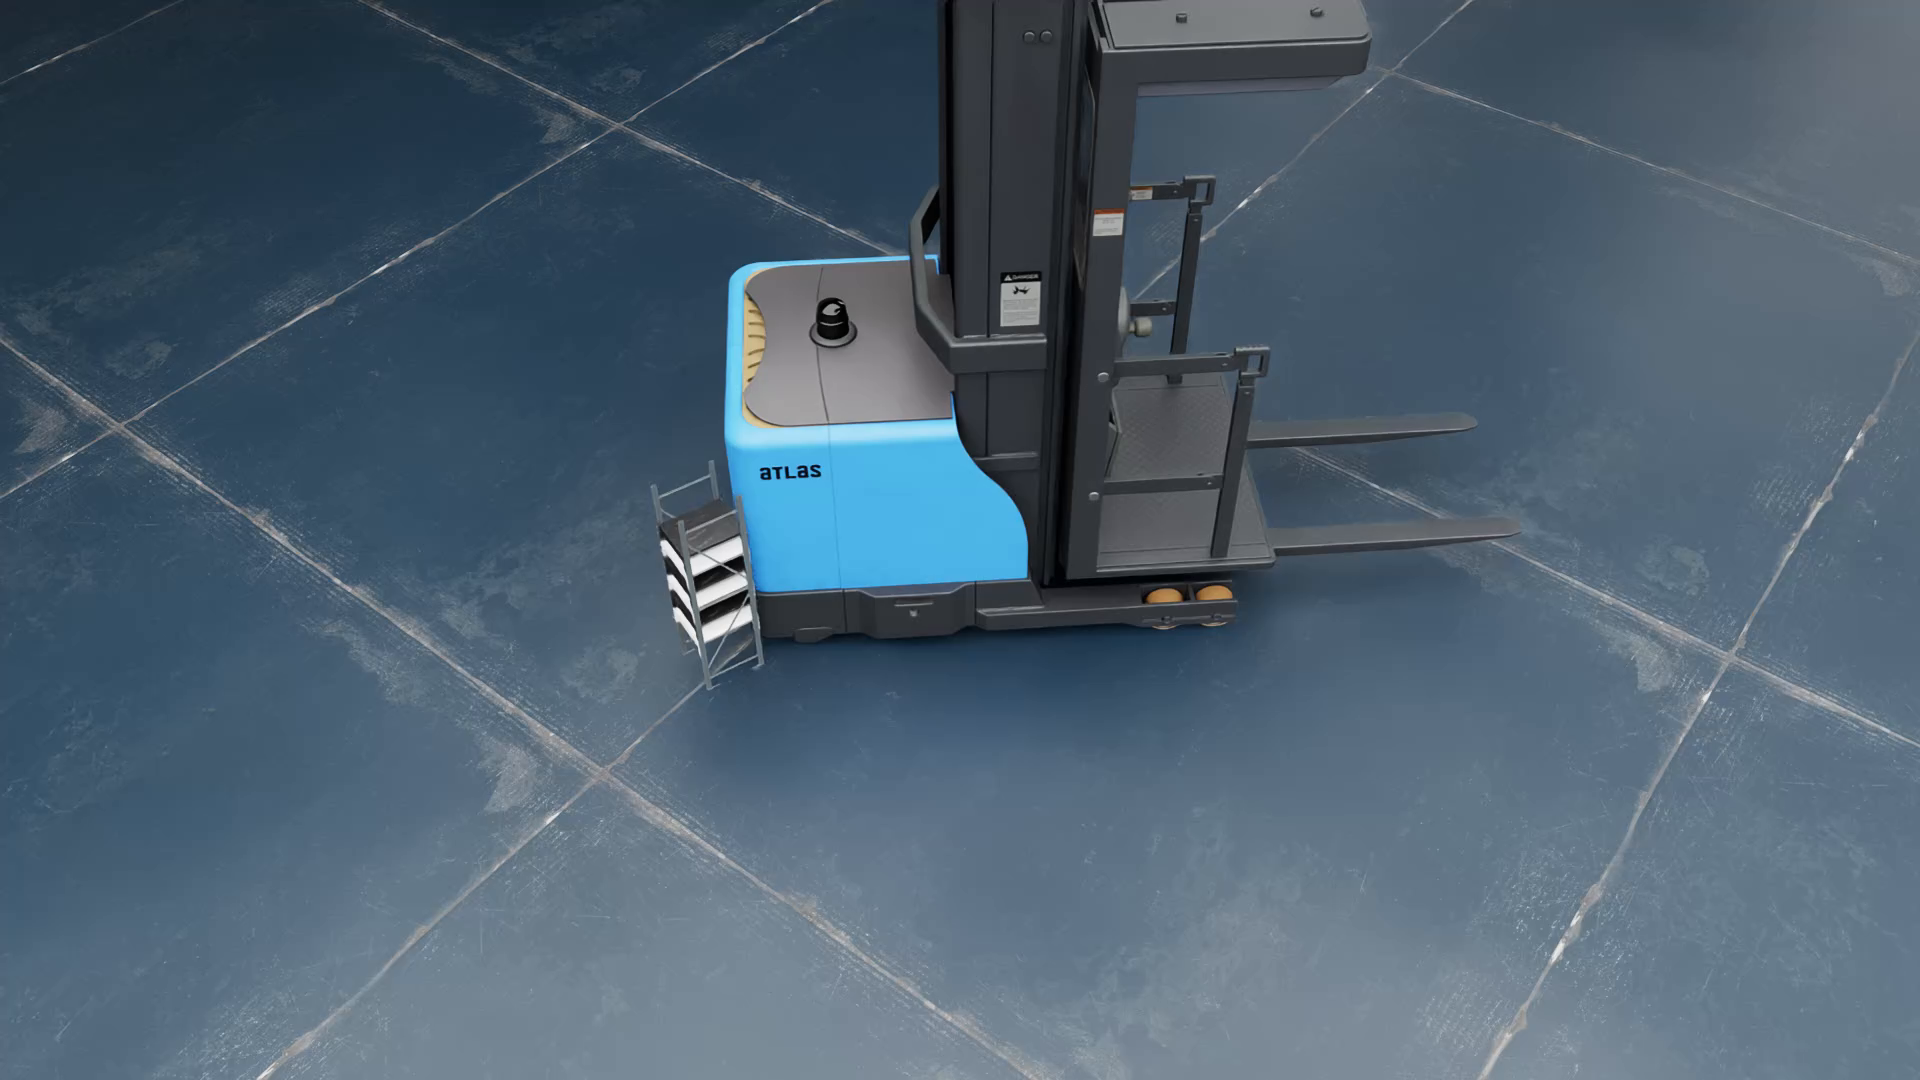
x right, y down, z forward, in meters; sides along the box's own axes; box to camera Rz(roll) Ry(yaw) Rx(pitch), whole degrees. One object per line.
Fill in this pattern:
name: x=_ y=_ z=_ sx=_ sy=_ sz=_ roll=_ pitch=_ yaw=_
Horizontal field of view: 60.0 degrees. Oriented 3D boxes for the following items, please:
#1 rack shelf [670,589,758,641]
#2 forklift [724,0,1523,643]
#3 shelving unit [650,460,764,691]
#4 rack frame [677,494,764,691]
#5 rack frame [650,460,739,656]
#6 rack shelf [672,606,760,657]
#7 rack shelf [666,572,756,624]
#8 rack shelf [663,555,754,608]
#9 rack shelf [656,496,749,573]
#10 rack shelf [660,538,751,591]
rack shelf: x=-0.900 y=0.228 z=6.080 sx=0.258 sy=0.077 sz=0.200 roll=-25 pitch=51 yaw=-22
forklift: x=0.661 y=-1.049 z=5.725 sx=3.031 sy=2.935 sz=1.130 roll=-3 pitch=46 yaw=-3
shelving unit: x=-0.900 y=0.143 z=5.991 sx=0.258 sy=0.900 sz=0.210 roll=-25 pitch=51 yaw=-22
rack frame: x=-0.844 y=0.204 z=5.932 sx=0.240 sy=0.900 sz=0.006 roll=-25 pitch=51 yaw=-22
rack frame: x=-0.956 y=0.081 z=6.050 sx=0.240 sy=0.900 sz=0.006 roll=-25 pitch=51 yaw=-22
rack shelf: x=-0.900 y=0.290 z=6.145 sx=0.258 sy=0.077 sz=0.200 roll=-25 pitch=51 yaw=-22
rack shelf: x=-0.900 y=0.166 z=6.015 sx=0.258 sy=0.077 sz=0.200 roll=-25 pitch=51 yaw=-22
rack shelf: x=-0.900 y=0.104 z=5.950 sx=0.258 sy=0.077 sz=0.200 roll=-25 pitch=51 yaw=-22
rack shelf: x=-0.900 y=-0.021 z=5.820 sx=0.258 sy=0.077 sz=0.200 roll=-25 pitch=51 yaw=-22
rack shelf: x=-0.900 y=0.042 z=5.885 sx=0.258 sy=0.077 sz=0.200 roll=-25 pitch=51 yaw=-22
